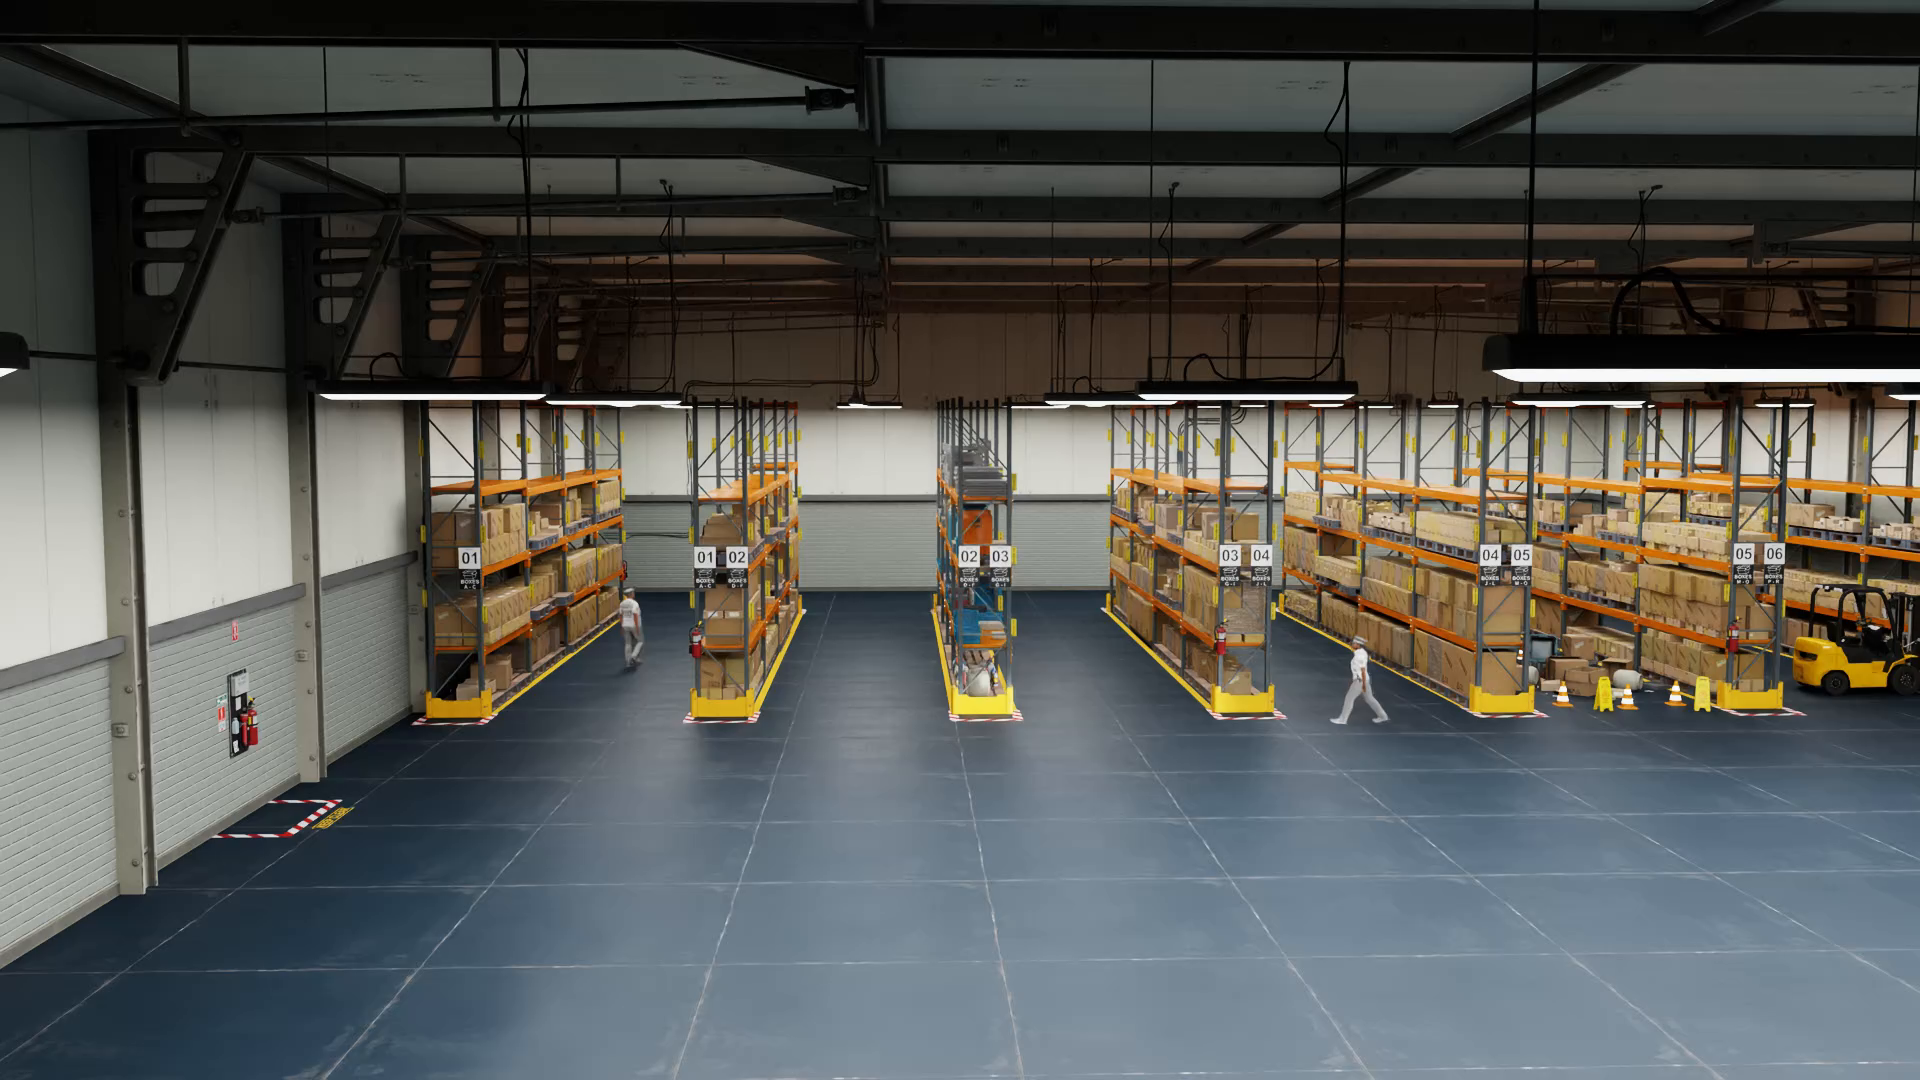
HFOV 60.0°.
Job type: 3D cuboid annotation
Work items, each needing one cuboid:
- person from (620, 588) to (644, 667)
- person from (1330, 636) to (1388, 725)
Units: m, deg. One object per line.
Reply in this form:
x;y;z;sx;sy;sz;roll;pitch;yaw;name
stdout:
-7.372;1.957;37.301;0.597;1.758;0.544;1;4;11;person
7.296;2.554;30.324;1.041;1.630;0.457;1;5;12;person
